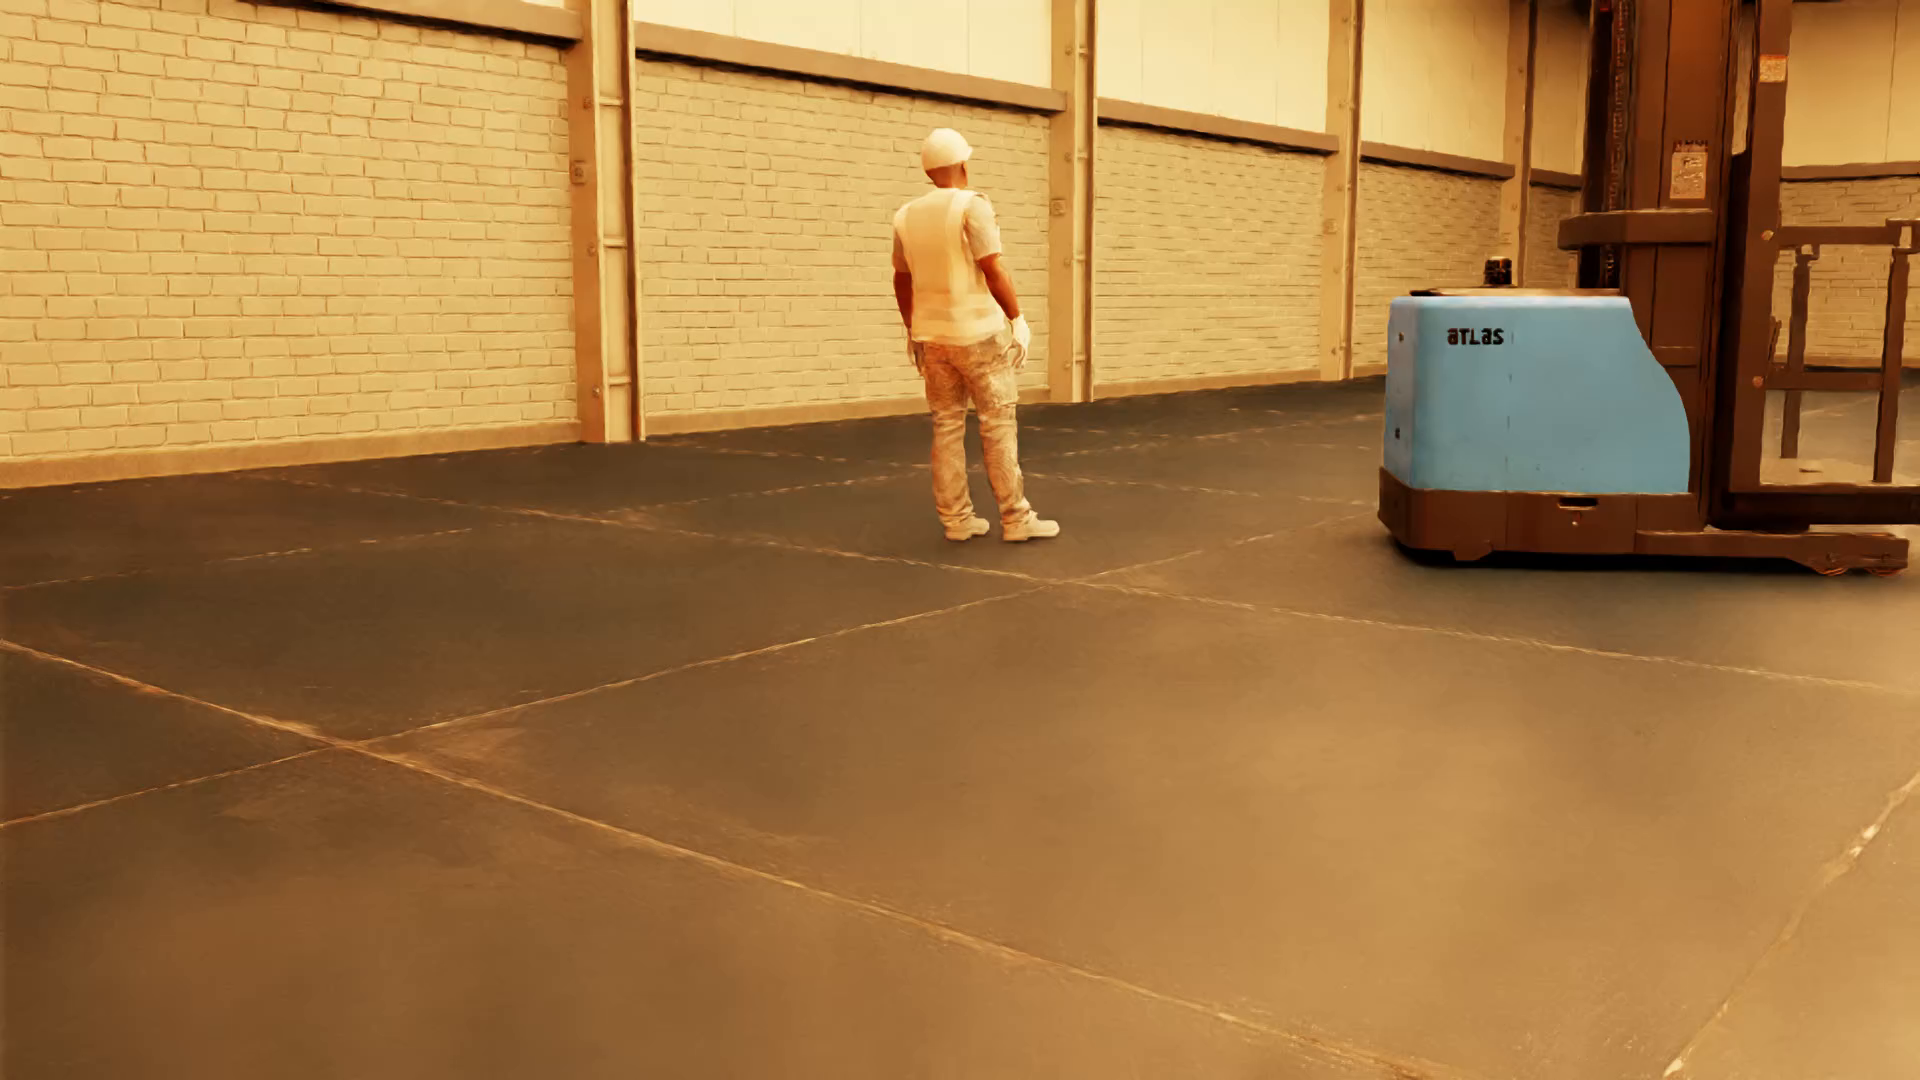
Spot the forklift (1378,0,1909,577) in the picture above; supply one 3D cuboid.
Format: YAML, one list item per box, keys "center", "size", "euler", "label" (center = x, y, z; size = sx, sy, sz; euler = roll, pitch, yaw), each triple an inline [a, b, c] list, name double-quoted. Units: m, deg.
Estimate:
- center: [3.358, -1.389, 6.776]
  size: [3.031, 2.935, 1.130]
  euler: [1, 8, 7]
  label: "forklift"

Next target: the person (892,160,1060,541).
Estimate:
- center: [0.051, -0.878, 7.328]
  size: [0.655, 1.744, 0.576]
  euler: [7, 11, 38]
  label: "person"
